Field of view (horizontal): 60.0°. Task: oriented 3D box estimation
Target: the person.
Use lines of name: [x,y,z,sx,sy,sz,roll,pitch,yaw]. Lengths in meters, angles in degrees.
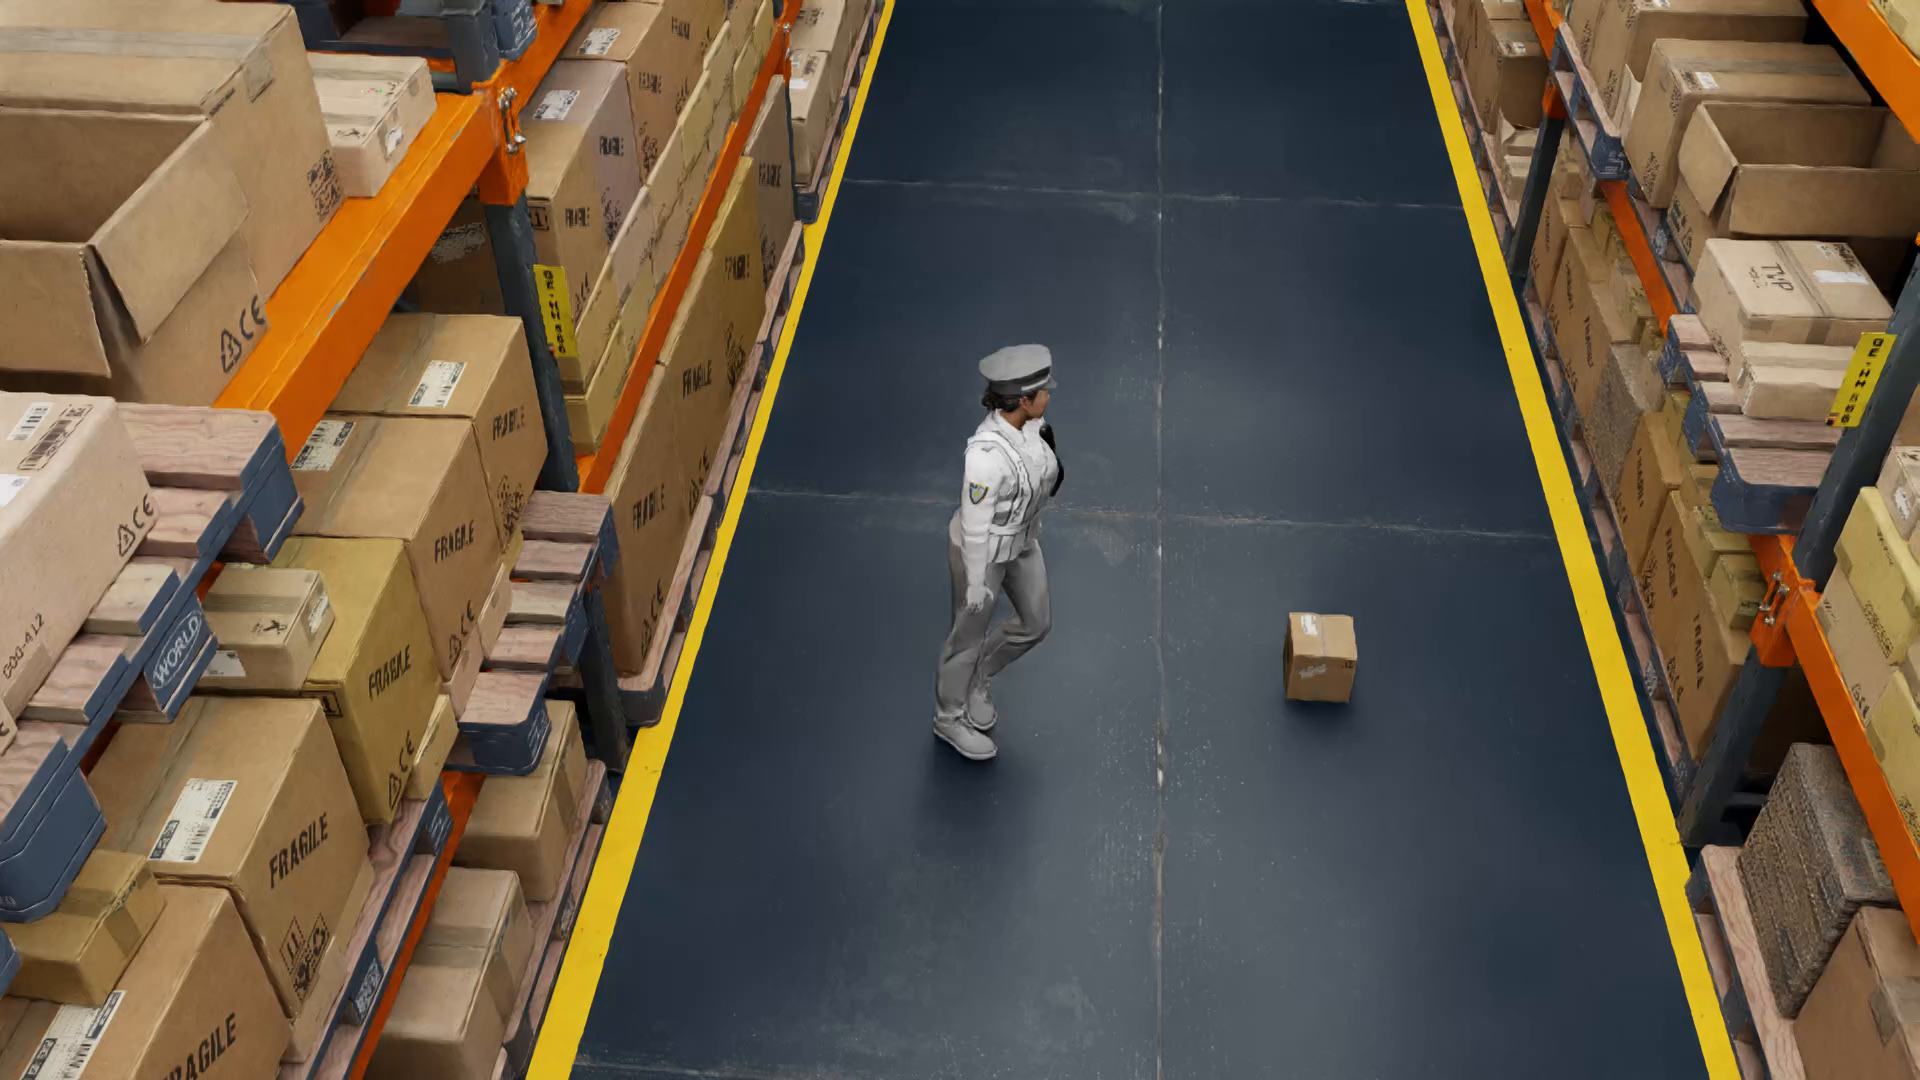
person: [0.147,0.040,6.106,0.390,1.639,0.605,22,45,23]
